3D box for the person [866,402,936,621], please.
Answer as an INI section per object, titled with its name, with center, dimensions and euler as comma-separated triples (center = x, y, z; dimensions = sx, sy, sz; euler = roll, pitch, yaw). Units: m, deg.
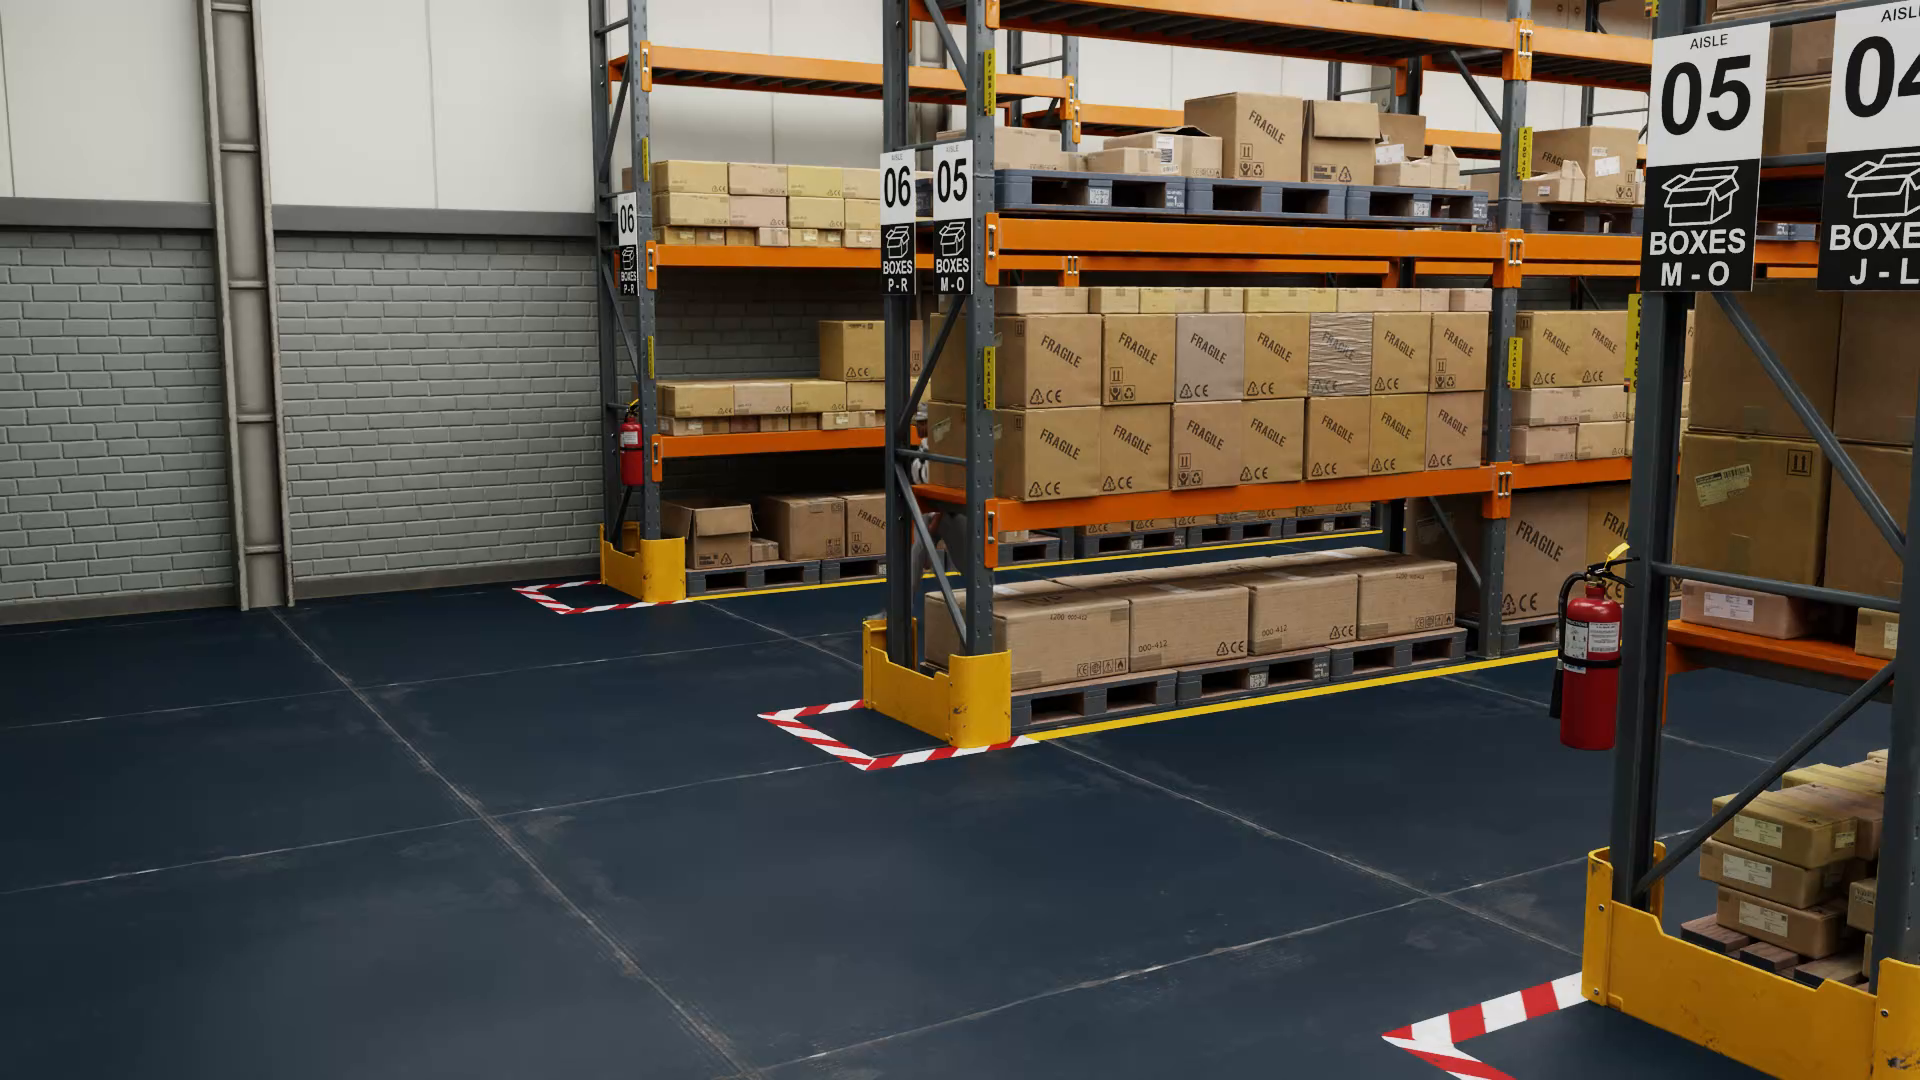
[person]
center = -0.186, -0.192, 12.049
dimensions = 0.959, 1.612, 0.440
euler = -4, 9, -28
